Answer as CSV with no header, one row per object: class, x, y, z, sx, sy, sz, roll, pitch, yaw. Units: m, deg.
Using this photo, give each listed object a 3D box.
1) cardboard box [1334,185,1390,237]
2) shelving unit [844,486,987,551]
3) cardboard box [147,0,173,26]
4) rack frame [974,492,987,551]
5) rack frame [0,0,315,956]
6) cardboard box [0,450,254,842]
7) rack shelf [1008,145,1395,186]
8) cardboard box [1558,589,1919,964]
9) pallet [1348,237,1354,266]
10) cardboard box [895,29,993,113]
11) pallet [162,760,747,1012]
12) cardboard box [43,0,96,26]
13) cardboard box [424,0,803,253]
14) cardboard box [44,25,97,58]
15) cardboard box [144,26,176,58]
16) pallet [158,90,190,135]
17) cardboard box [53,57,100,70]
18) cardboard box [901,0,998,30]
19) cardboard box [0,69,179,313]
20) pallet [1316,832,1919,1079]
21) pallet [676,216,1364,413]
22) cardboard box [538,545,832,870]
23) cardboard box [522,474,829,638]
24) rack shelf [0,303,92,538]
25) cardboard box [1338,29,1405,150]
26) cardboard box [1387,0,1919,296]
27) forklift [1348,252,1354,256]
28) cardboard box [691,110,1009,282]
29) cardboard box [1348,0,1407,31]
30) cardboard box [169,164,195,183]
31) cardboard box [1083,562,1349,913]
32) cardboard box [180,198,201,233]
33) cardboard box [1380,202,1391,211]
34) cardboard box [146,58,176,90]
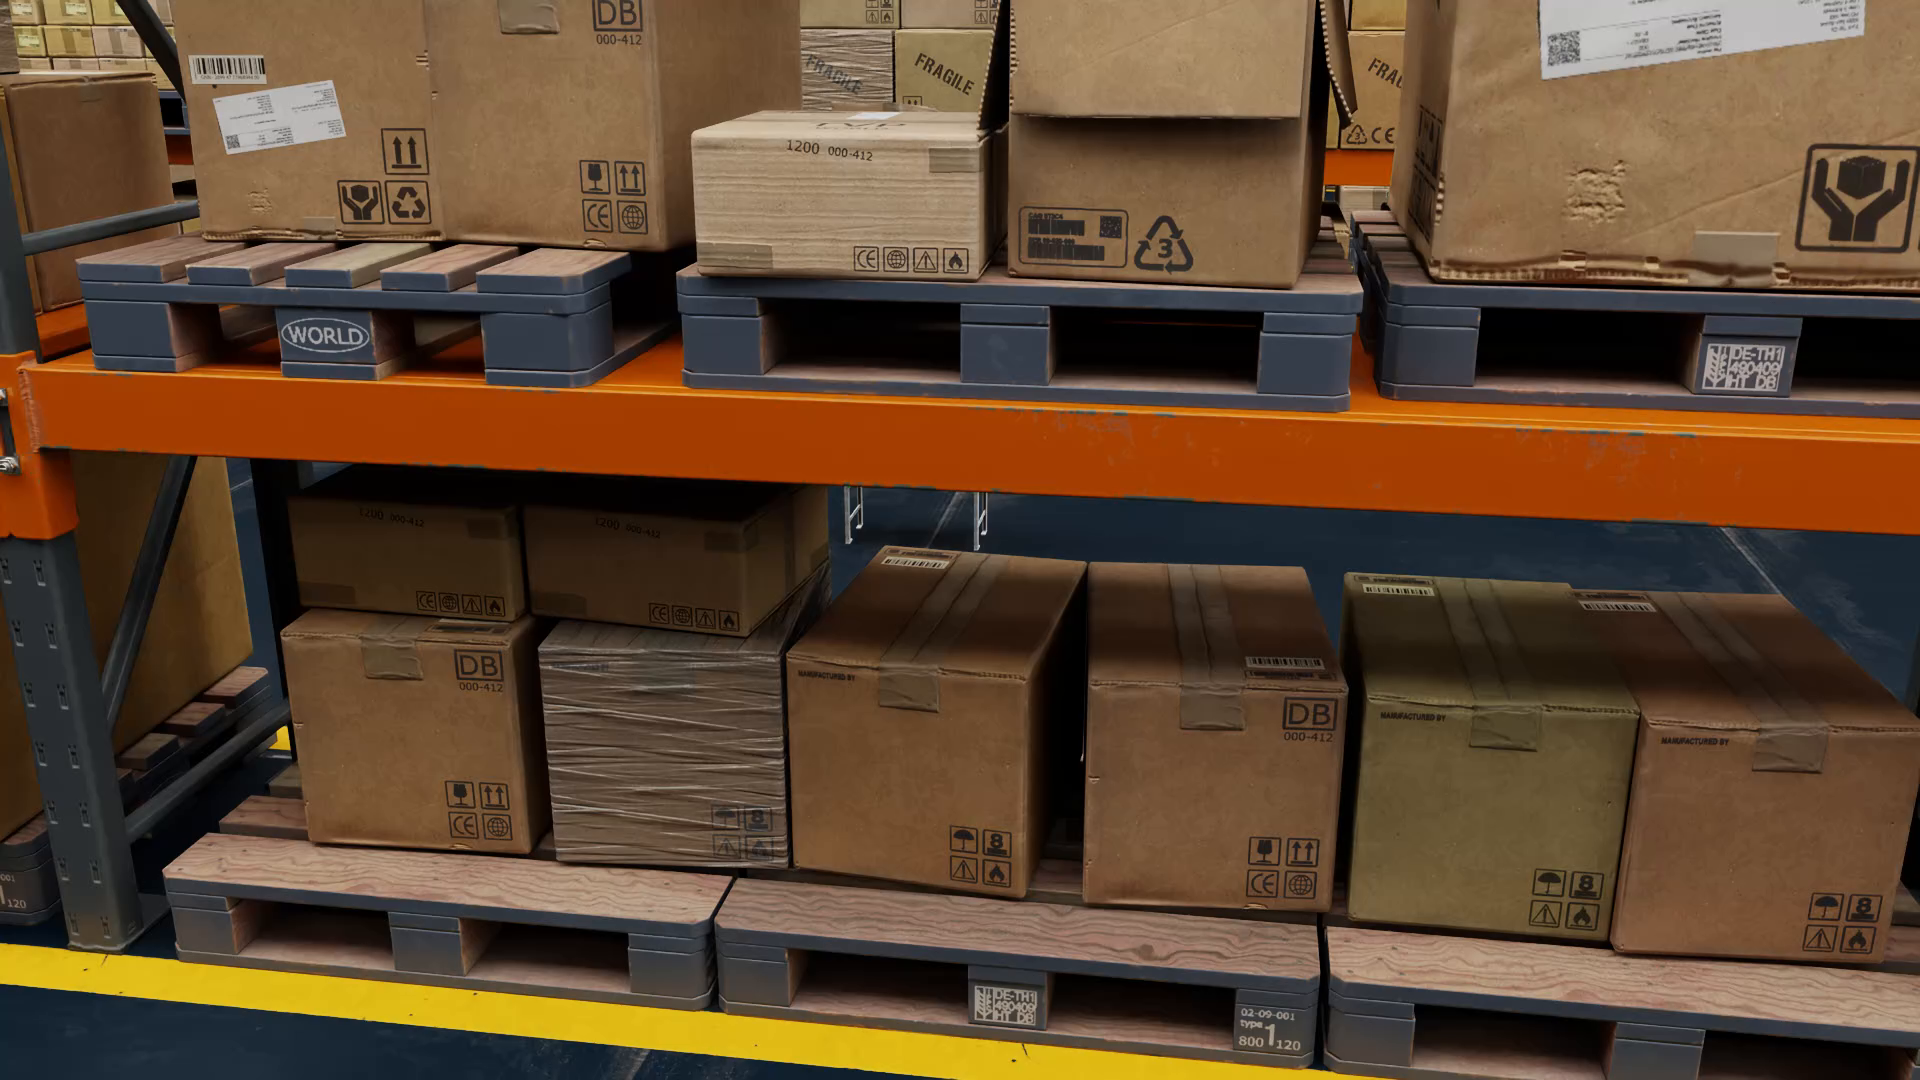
cardboard box,3.201,-2.562,12.713,0.625,0.372,0.950,3,19,9
shelving unit,-0.163,-0.577,6.138,0.503,1.200,0.258,3,19,9
cardboard box,-3.774,-2.589,8.111,0.250,0.149,0.380,3,19,8
rack frame,0.077,-0.565,6.101,0.015,1.200,0.240,3,19,9
rack frame,-1.802,-0.680,3.609,0.127,3.000,1.000,3,19,9
cardboard box,-2.480,0.087,4.003,0.875,0.875,1.225,2,19,6
rack shelf,1.059,-1.787,8.051,4.000,0.370,1.077,3,19,9
cardboard box,1.544,0.460,3.447,0.500,0.500,0.700,1,19,4
pallet,2.950,-2.300,12.844,1.213,0.211,1.003,3,19,9
cardboard box,-0.013,-2.145,7.828,0.500,0.500,0.500,3,19,8
pallet,-1.031,0.682,3.932,1.213,0.211,1.003,3,19,9
cardboard box,-4.273,-2.617,8.192,0.250,0.149,0.380,3,19,10
cardboard box,-0.696,-0.915,3.492,0.500,0.500,0.700,6,19,17
cardboard box,-4.293,-2.475,8.238,0.250,0.149,0.380,3,19,8
cardboard box,-3.781,-2.449,8.161,0.250,0.149,0.380,2,19,6
pallet,-4.134,-2.255,8.619,1.213,0.211,1.003,3,19,9
cardboard box,-4.274,-2.334,8.287,0.250,0.149,0.380,3,19,10
cardboard box,0.026,-2.700,7.912,0.500,0.500,0.700,3,19,8
cardboard box,-2.239,-0.837,3.921,0.500,0.500,0.500,3,19,10
pallet,1.378,0.805,3.565,1.213,0.211,1.003,3,19,9
pallet,0.159,-0.502,3.380,1.213,0.211,1.003,3,19,9
cardboard box,-0.588,0.348,3.782,0.500,0.500,0.700,1,19,4
cardboard box,-0.611,-0.011,3.674,0.500,0.250,0.500,5,19,15
rack shelf,-3.777,-0.440,4.024,4.000,0.370,1.077,3,19,9
cardboard box,1.977,-2.043,7.524,0.500,0.500,0.500,3,19,8
cardboard box,1.385,-1.046,3.096,1.000,1.000,1.000,3,19,9
forklift,1.314,-2.974,10.574,3.031,2.935,1.130,-13,22,-34
cardboard box,-0.184,-0.652,3.099,0.500,0.250,0.500,2,19,7
cardboard box,2.034,-2.598,7.606,0.500,0.500,0.700,3,19,8
cardboard box,-6.557,-3.126,14.296,0.875,0.438,0.875,3,19,10
cardboard box,0.524,0.402,3.620,0.500,0.500,0.700,1,19,4
cardboard box,-3.651,-1.654,8.614,0.500,0.250,0.500,3,19,10
cardboard box,2.406,-1.163,7.936,0.750,0.750,1.050,3,19,8
cardboard box,-3.781,-2.308,8.207,0.250,0.149,0.380,3,19,9
